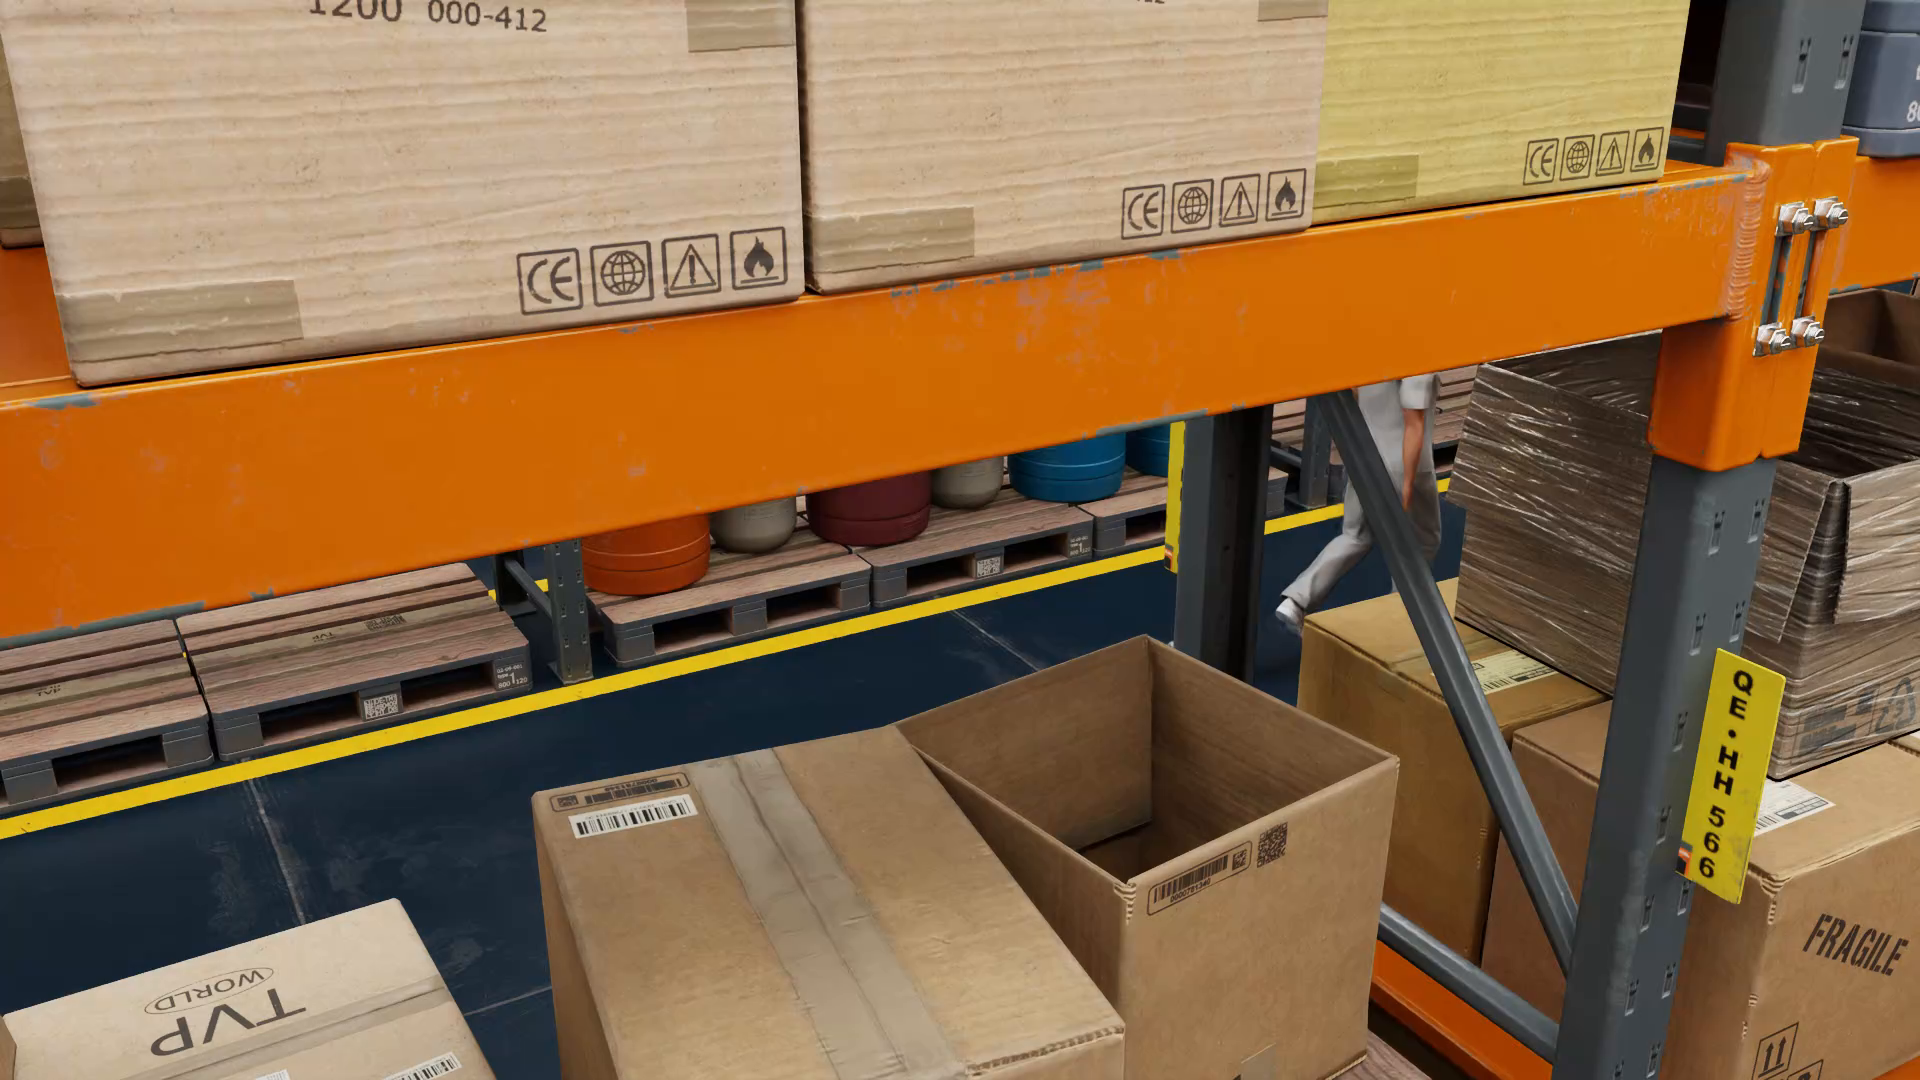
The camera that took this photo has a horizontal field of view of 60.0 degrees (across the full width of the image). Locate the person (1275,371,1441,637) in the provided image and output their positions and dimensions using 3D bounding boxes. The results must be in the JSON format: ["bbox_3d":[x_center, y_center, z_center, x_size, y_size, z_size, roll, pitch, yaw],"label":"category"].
[{"bbox_3d":[1.713,-0.296,6.819,0.886,1.632,0.452,-14,26,-32],"label":"person"}]
